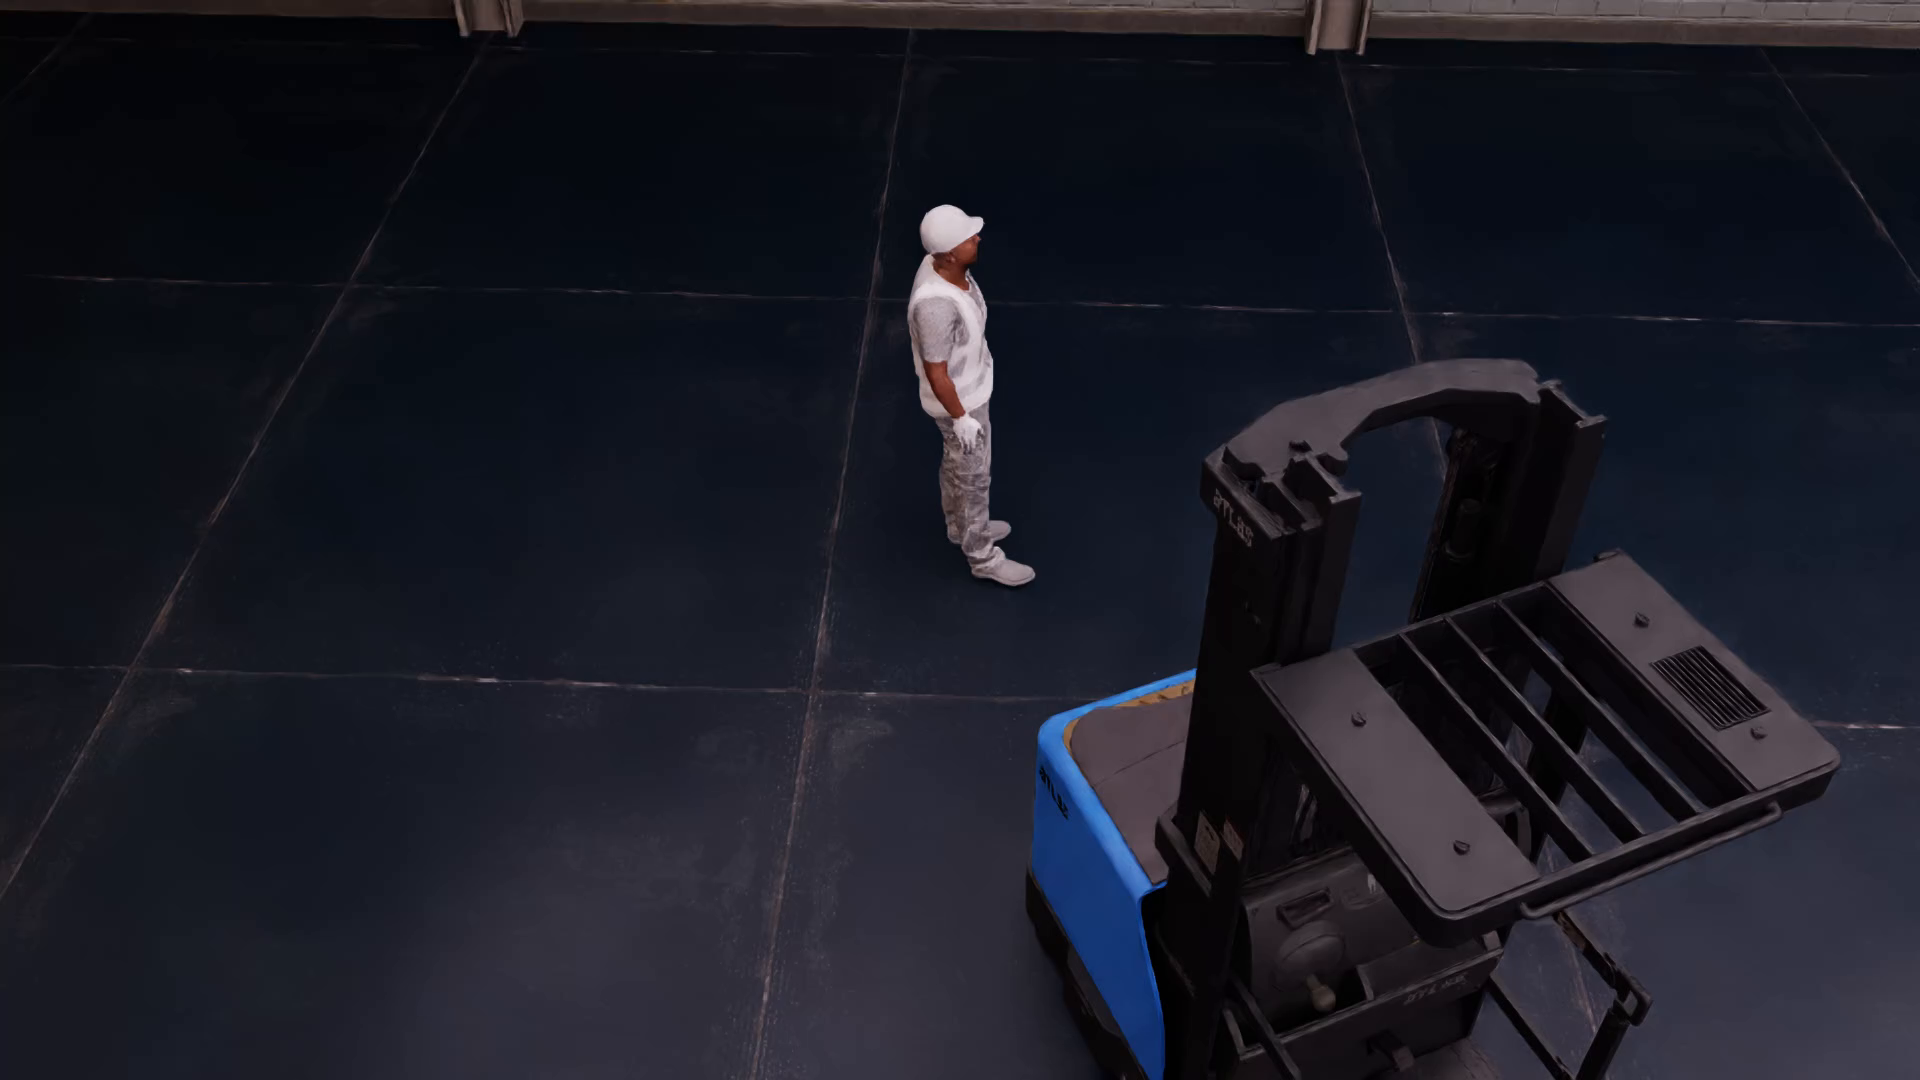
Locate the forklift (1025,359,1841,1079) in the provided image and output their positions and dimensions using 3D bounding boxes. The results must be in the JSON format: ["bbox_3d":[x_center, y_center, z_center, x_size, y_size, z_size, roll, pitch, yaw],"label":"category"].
[{"bbox_3d":[1.295,1.107,4.529,1.130,2.935,3.031,-16,45,-17],"label":"forklift"}]

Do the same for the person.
[{"bbox_3d":[0.072,-0.656,7.302,0.575,1.782,0.655,2,42,2],"label":"person"}]
